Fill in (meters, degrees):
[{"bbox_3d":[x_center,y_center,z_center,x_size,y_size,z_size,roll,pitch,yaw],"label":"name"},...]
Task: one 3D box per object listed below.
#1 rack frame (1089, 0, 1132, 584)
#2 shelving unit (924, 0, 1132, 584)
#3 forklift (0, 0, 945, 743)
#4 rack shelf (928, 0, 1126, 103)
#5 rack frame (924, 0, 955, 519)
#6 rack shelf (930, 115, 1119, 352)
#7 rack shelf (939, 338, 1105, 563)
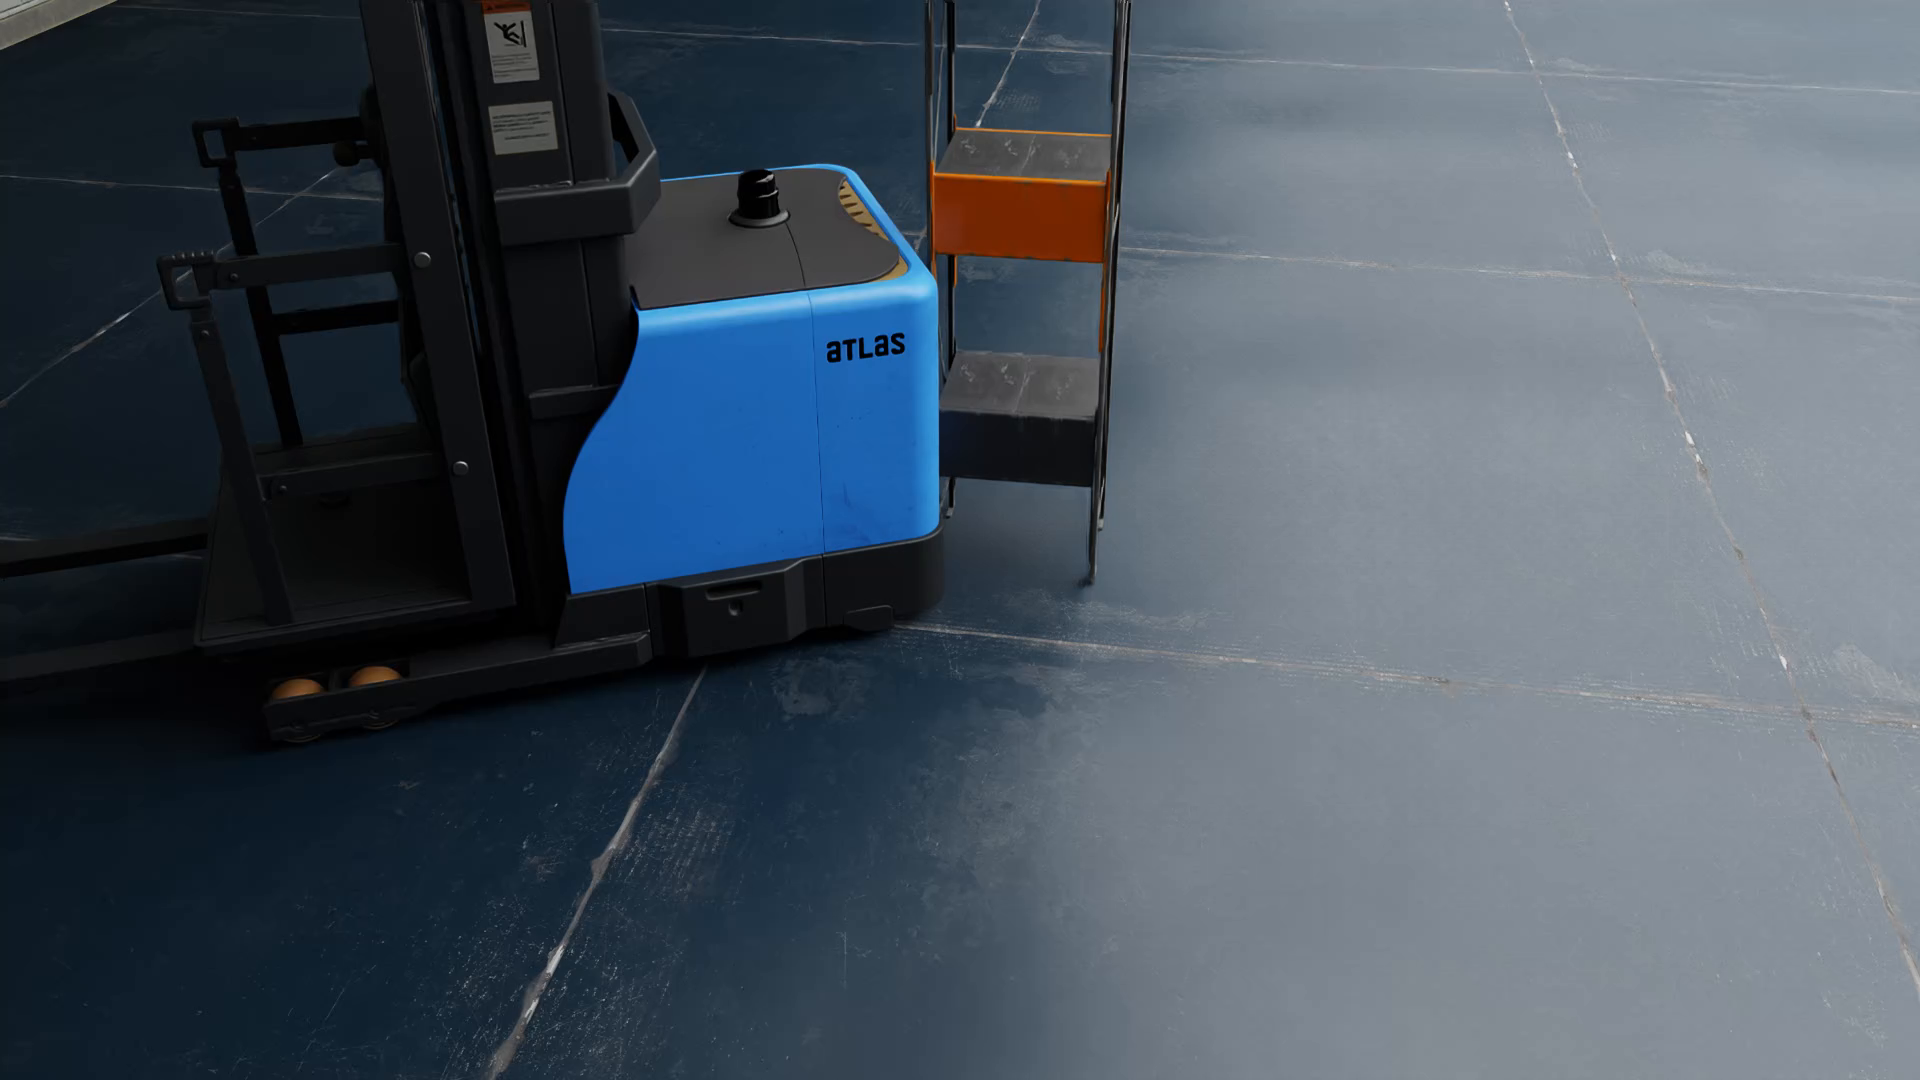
[{"bbox_3d":[0.429,-0.861,4.647,0.015,2.100,0.400,5,32,7],"label":"rack frame"},{"bbox_3d":[0.187,-0.881,4.678,0.503,2.100,0.431,5,32,7],"label":"shelving unit"},{"bbox_3d":[-1.620,-1.021,4.118,3.031,2.935,1.130,-9,33,-15],"label":"forklift"},{"bbox_3d":[0.187,-1.463,4.314,0.480,0.518,0.431,5,32,7],"label":"rack shelf"},{"bbox_3d":[-0.054,-0.900,4.709,0.015,2.100,0.400,5,32,7],"label":"rack frame"},{"bbox_3d":[0.187,-0.869,4.685,0.480,0.518,0.431,5,32,7],"label":"rack shelf"},{"bbox_3d":[0.187,-0.276,5.057,0.480,0.518,0.431,5,32,7],"label":"rack shelf"}]
